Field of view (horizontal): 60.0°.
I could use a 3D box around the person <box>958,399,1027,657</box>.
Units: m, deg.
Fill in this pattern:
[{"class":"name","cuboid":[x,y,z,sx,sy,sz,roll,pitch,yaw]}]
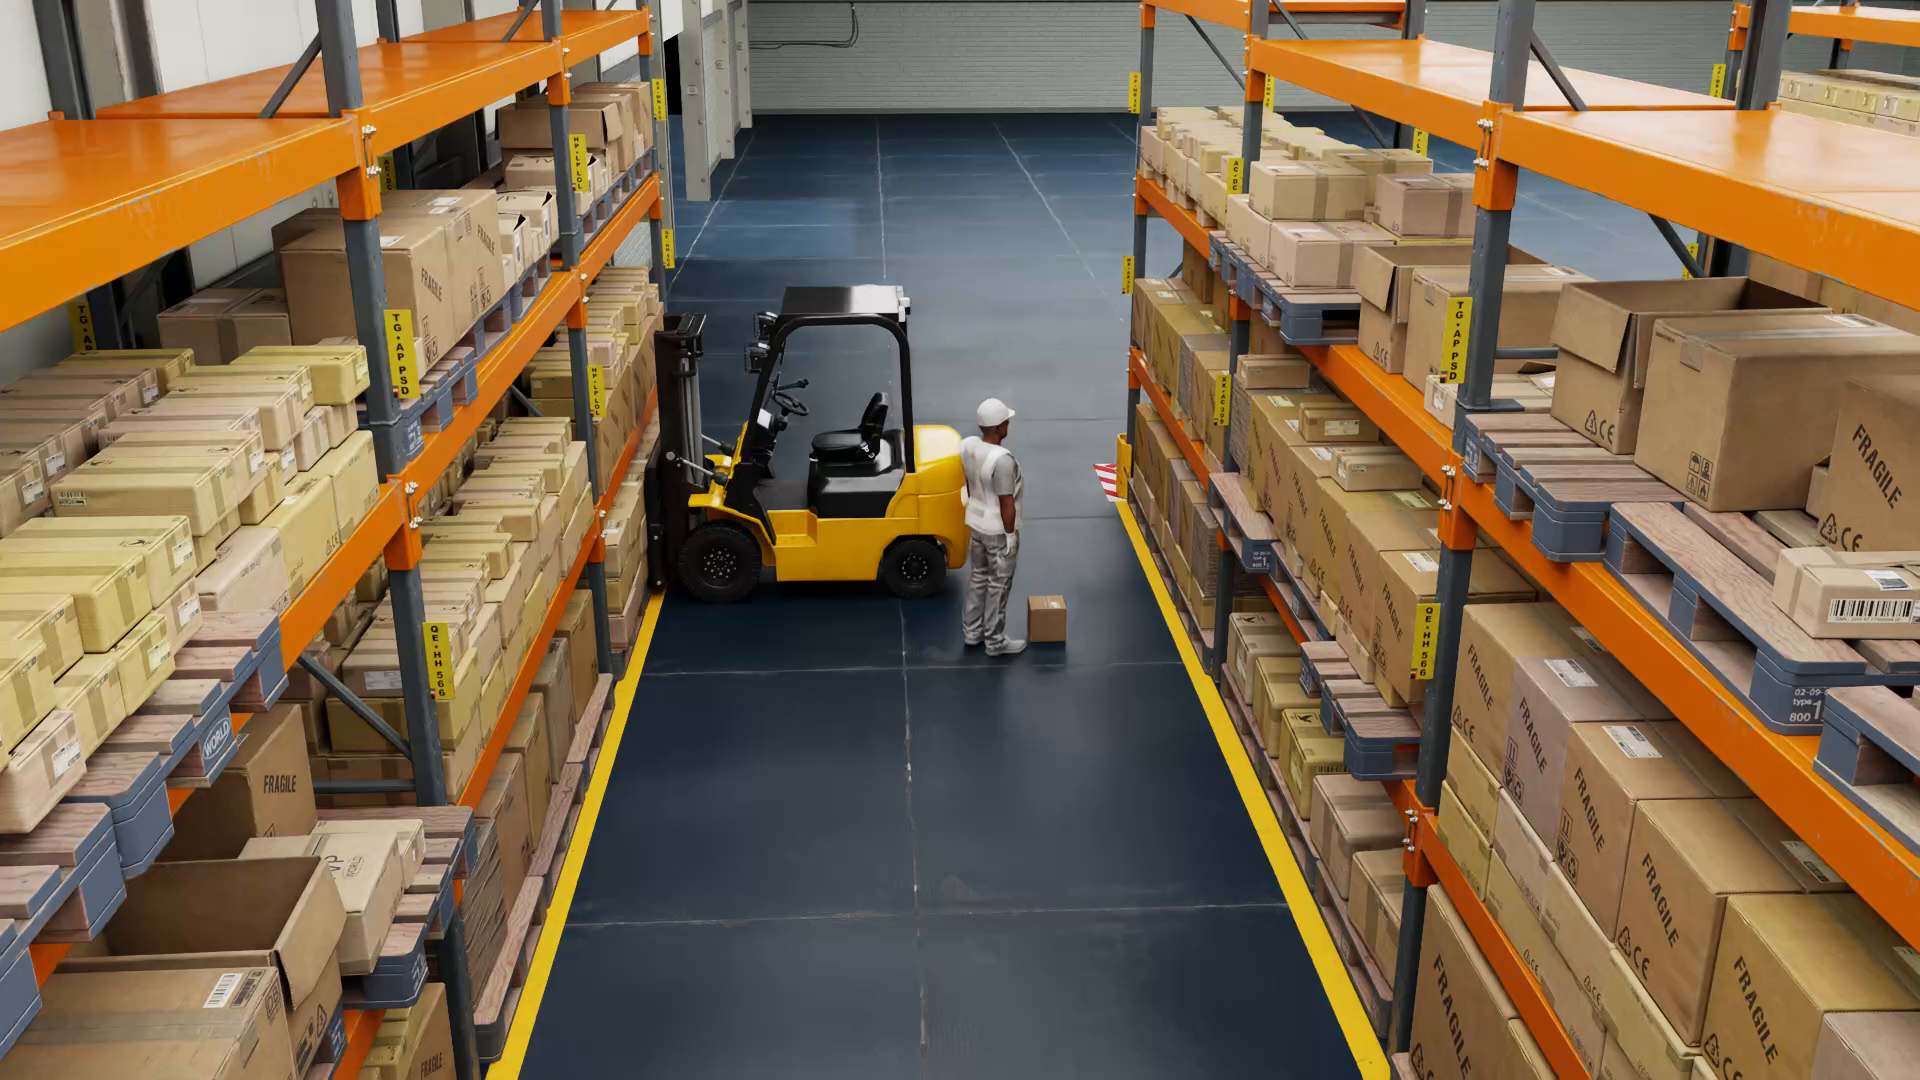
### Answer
[{"class":"person","cuboid":[0.236,-0.087,11.275,0.371,1.804,0.560,-12,23,-29]}]
